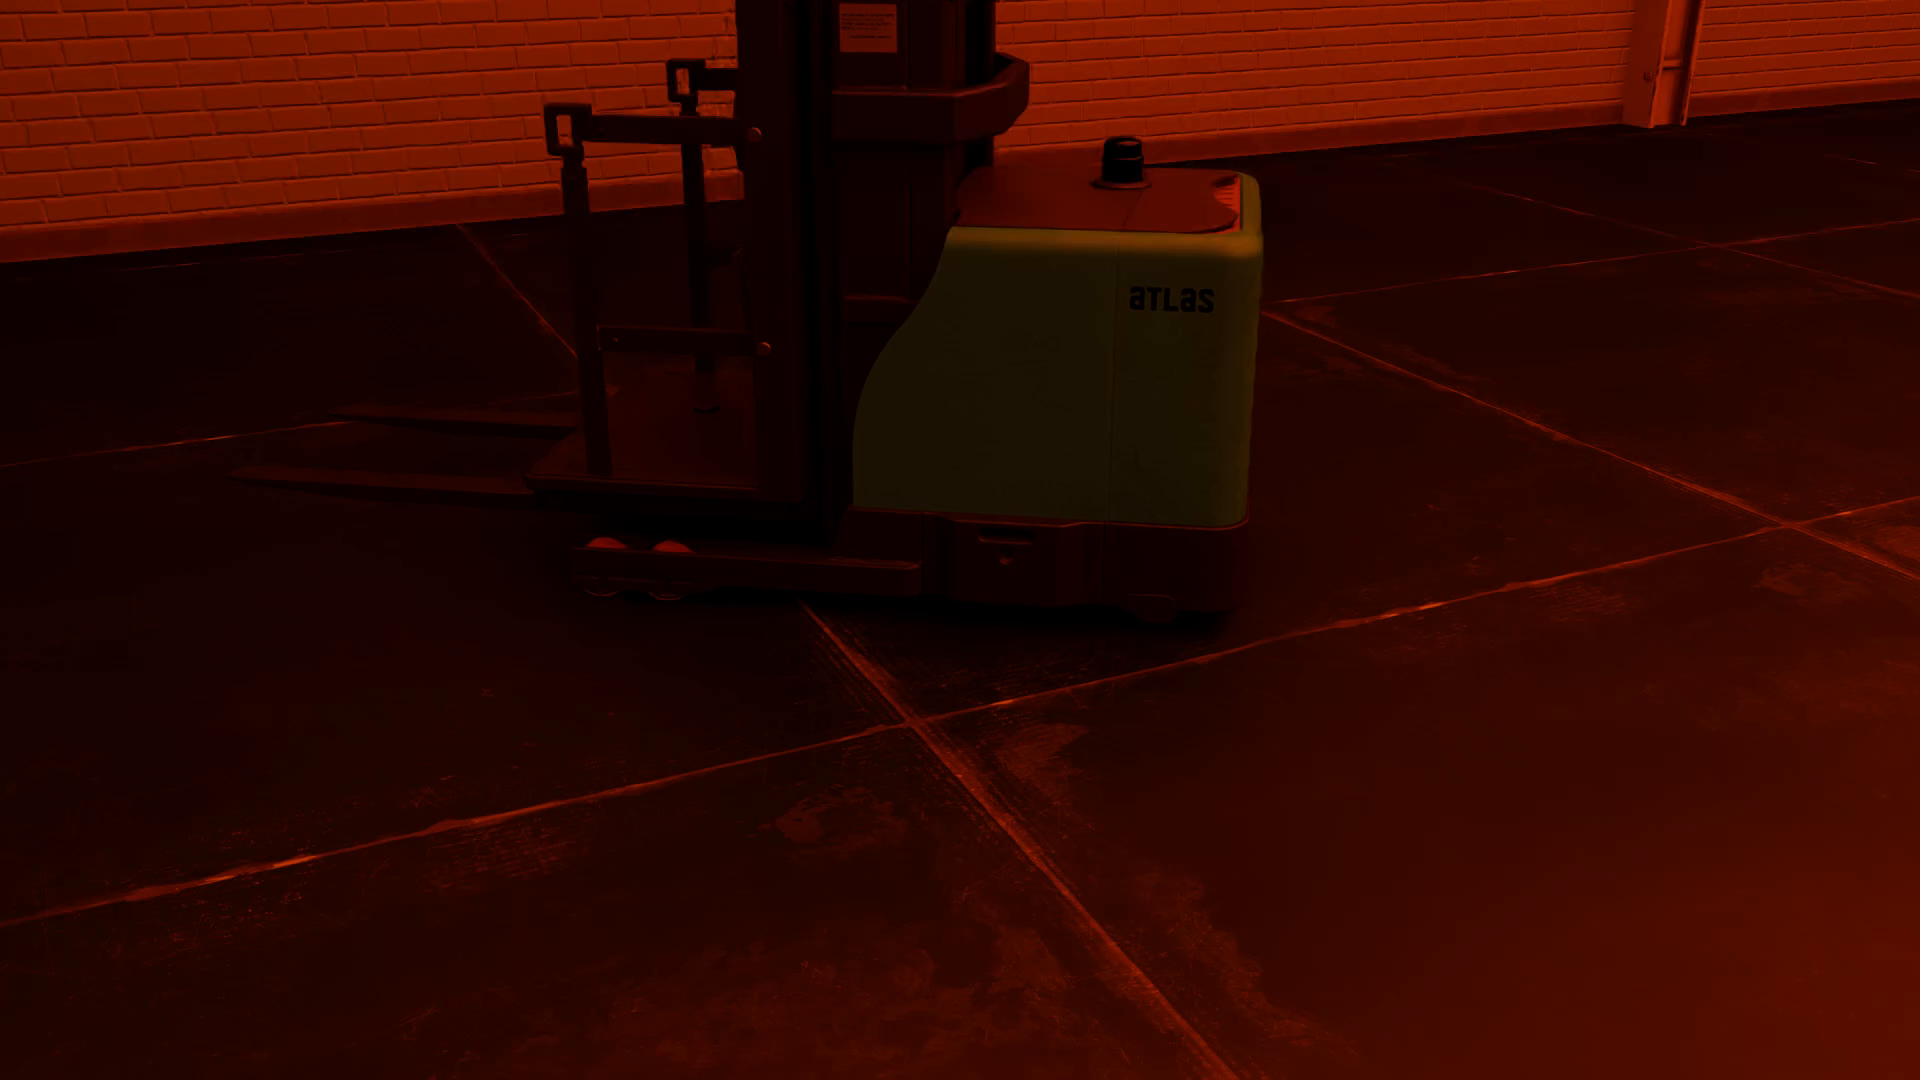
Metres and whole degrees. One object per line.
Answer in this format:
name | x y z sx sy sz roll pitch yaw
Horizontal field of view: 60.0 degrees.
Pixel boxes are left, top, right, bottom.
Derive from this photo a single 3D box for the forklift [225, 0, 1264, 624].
forklift | -0.659 -1.376 4.598 3.031 2.935 1.130 3 23 8
